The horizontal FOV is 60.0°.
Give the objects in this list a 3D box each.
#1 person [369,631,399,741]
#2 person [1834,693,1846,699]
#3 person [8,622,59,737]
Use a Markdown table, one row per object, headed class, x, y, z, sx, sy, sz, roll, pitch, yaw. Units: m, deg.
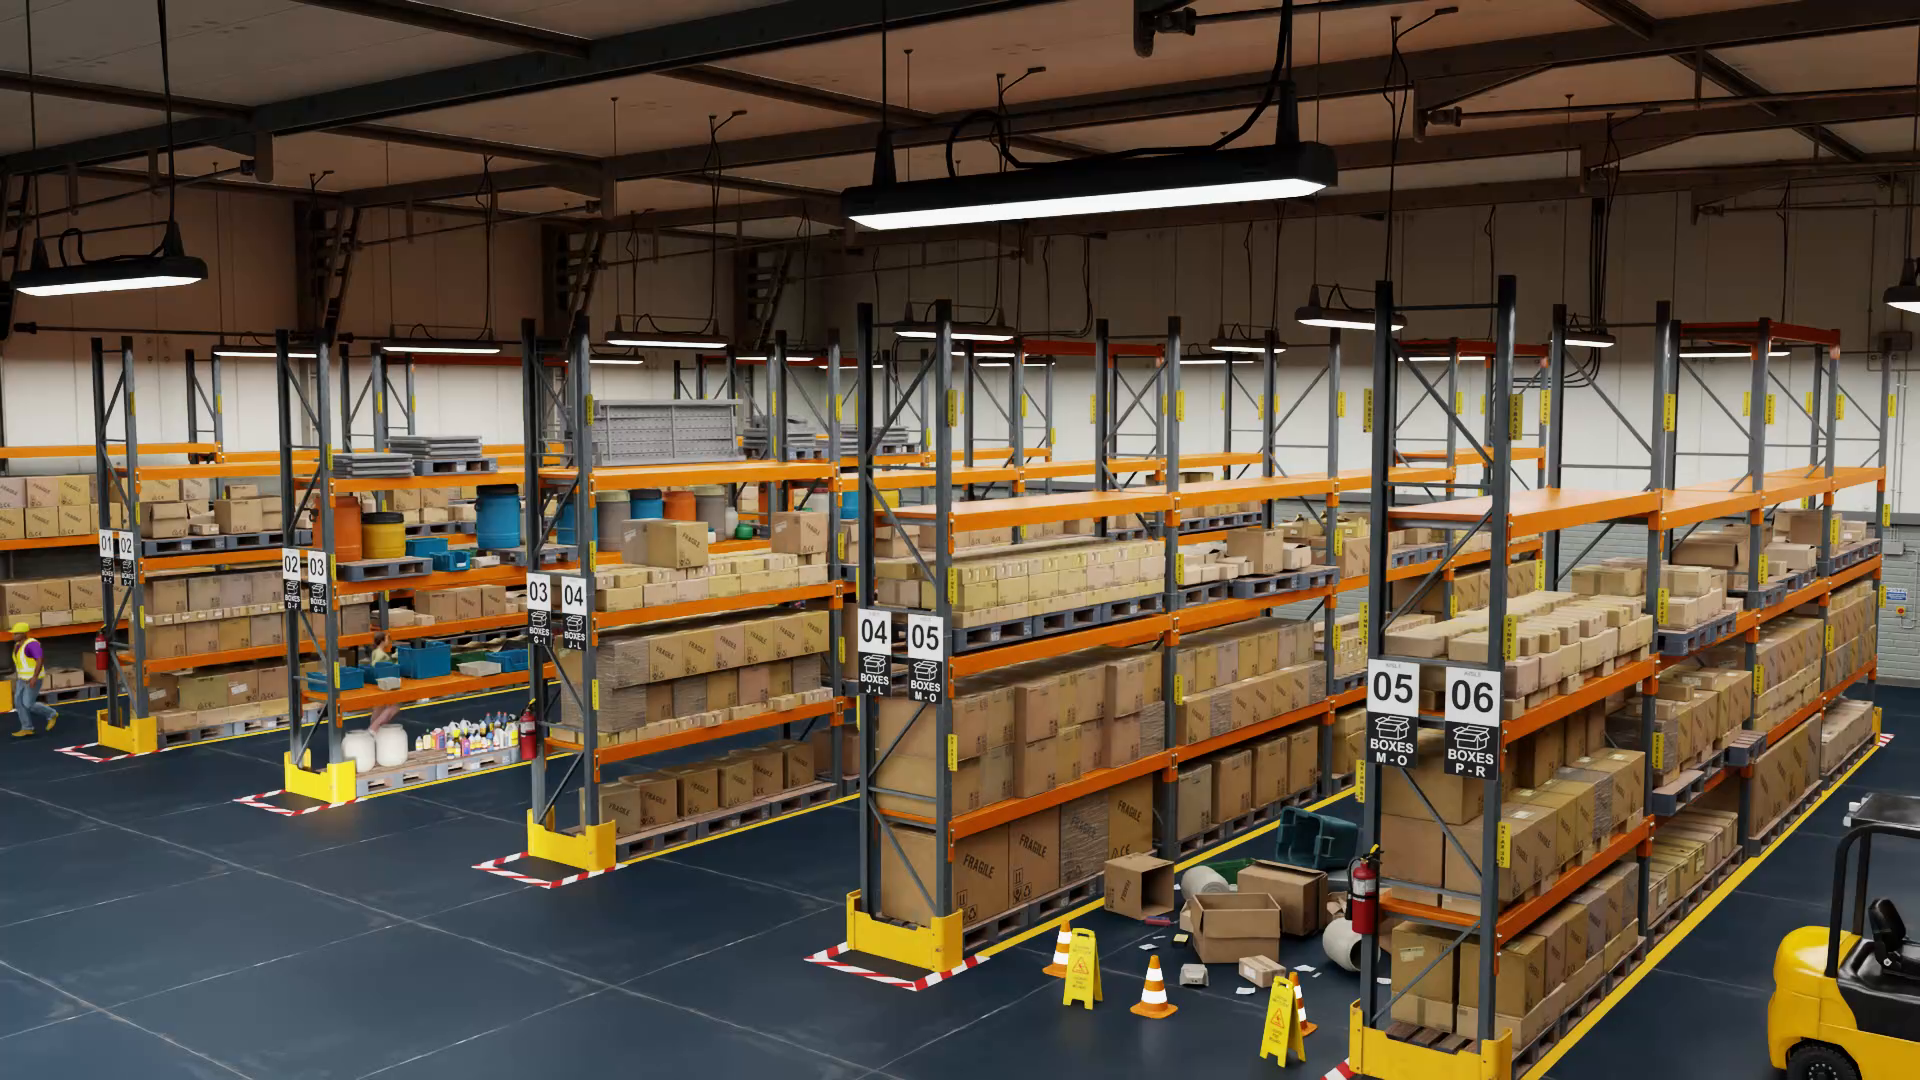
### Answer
| class | x | y | z | sx | sy | sz | roll | pitch | yaw |
| --- | --- | --- | --- | --- | --- | --- | --- | --- | --- |
| person | -8.608 | 2.187 | 24.622 | 0.471 | 1.661 | 0.514 | -5 | 7 | -42 |
| person | 13.847 | 2.009 | 26.711 | 0.933 | 1.640 | 0.475 | 3 | 6 | 32 |
| person | -14.109 | 2.102 | 25.312 | 0.664 | 1.745 | 0.644 | 4 | 6 | 35 |
